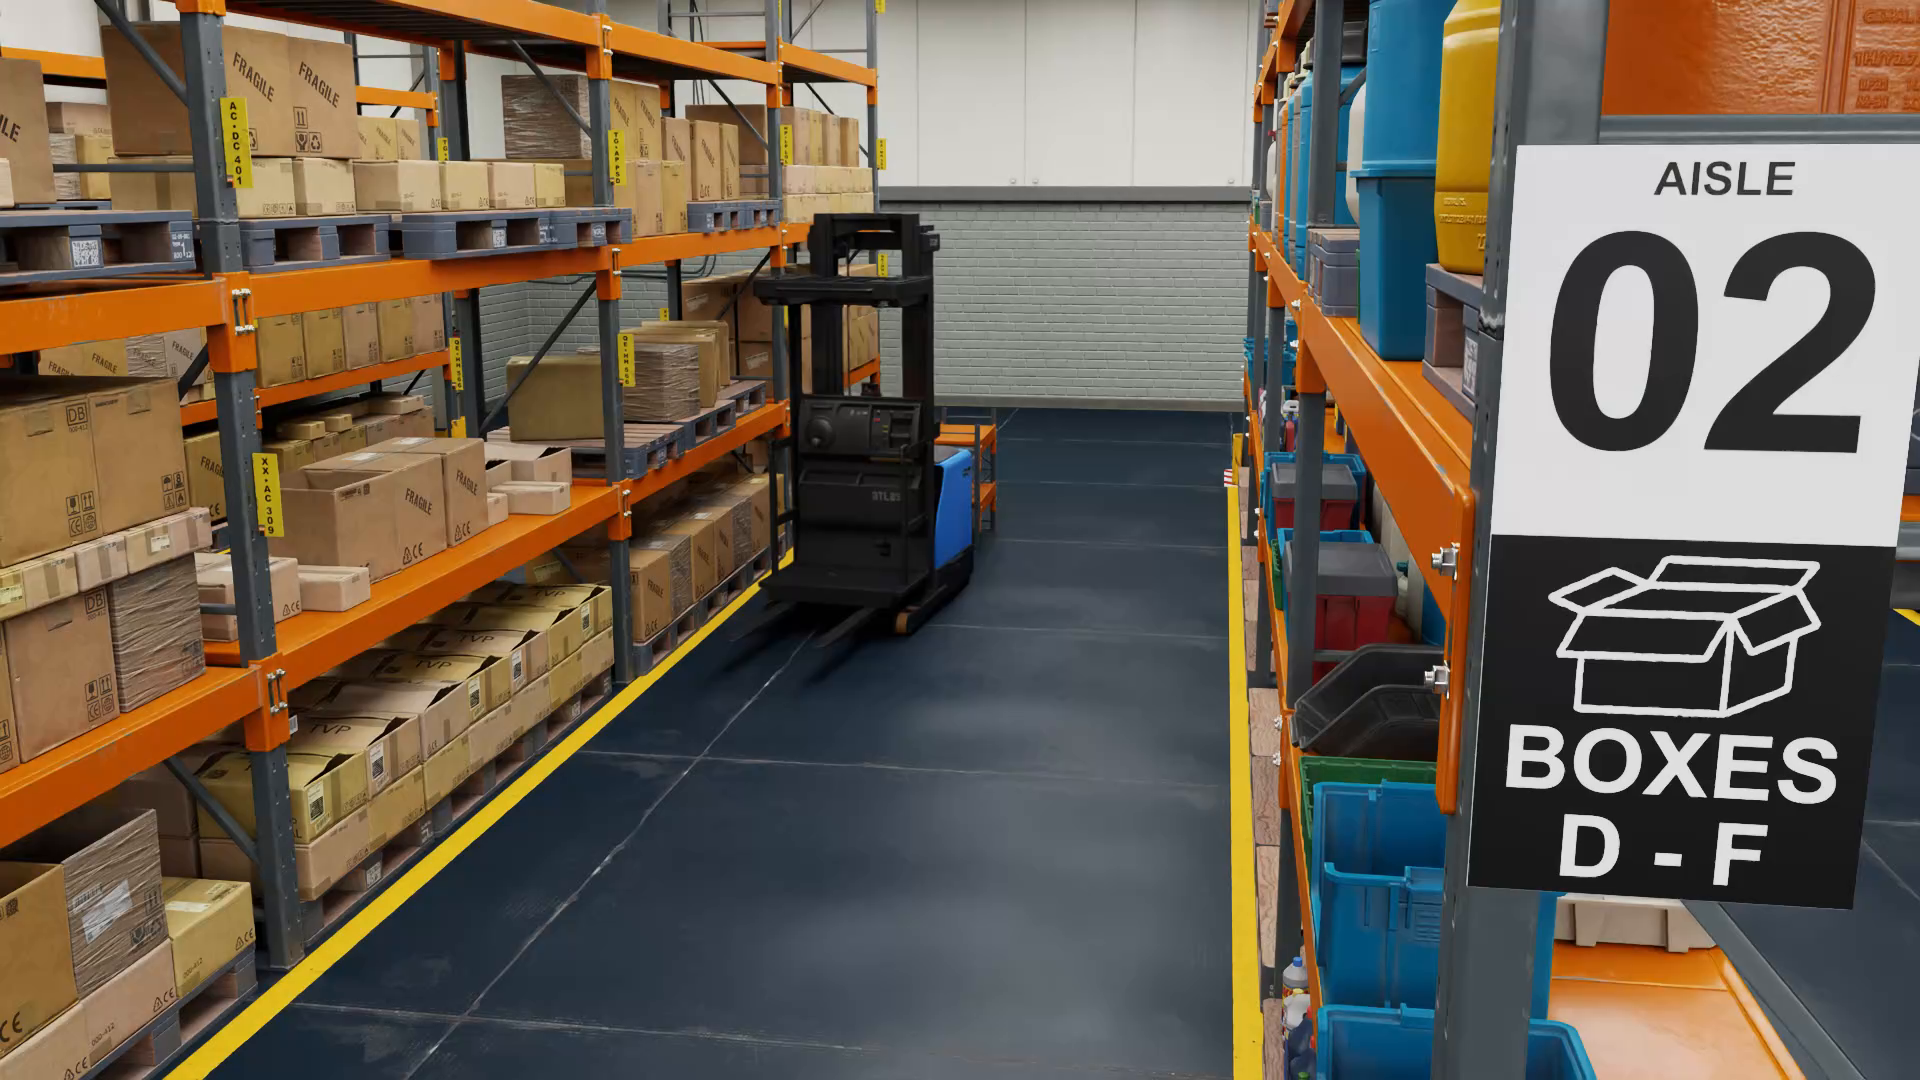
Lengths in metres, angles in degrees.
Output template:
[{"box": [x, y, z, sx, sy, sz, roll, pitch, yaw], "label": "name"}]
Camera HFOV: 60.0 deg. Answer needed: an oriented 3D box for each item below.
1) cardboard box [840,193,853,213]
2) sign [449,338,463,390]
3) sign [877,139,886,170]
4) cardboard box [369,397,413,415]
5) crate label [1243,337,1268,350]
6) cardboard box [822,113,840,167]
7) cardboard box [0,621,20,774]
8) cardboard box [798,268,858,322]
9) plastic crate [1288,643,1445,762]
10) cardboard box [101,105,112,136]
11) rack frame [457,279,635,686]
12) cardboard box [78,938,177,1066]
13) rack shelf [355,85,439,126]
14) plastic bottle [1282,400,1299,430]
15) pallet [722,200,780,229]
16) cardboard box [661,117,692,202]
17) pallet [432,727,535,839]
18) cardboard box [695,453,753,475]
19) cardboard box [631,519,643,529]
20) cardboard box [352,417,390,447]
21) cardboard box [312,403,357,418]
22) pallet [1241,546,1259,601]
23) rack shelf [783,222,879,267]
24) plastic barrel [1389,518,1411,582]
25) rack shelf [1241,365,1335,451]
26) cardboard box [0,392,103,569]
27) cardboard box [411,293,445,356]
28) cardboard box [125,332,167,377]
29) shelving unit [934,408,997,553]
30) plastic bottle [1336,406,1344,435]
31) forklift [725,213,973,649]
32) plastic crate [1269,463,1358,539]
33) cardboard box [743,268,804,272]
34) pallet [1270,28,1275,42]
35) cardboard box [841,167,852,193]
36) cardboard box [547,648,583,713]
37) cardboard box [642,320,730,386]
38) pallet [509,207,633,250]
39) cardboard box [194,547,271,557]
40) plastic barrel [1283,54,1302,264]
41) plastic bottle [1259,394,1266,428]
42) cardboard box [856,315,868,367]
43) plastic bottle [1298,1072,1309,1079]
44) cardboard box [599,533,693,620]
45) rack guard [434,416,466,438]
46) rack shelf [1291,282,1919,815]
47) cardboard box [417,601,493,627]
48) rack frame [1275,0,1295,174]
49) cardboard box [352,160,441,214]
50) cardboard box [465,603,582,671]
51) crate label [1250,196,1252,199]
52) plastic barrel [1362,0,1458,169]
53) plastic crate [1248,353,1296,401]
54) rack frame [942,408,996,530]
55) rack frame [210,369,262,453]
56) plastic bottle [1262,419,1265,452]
[{"box": [-1.350, -3.296, 16.405, 0.500, 0.250, 0.500, 2, 12, 9], "label": "cardboard box"}, {"box": [-3.148, -1.105, 10.438, 0.100, 0.325, 0.005, 2, 12, 9], "label": "sign"}, {"box": [-0.835, -4.104, 17.695, 0.100, 0.325, 0.005, 2, 12, 9], "label": "sign"}, {"box": [-6.163, -1.452, 18.009, 0.380, 0.149, 0.250, 2, 12, 10], "label": "cardboard box"}, {"box": [3.150, -1.972, 17.281, 0.416, 0.233, 0.303, 2, 12, 9], "label": "crate label"}, {"box": [-1.575, -3.915, 16.307, 0.700, 0.500, 0.500, 2, 12, 9], "label": "cardboard box"}, {"box": [-3.443, 0.529, 5.181, 0.700, 0.500, 0.500, 2, 12, 9], "label": "cardboard box"}, {"box": [-1.329, -2.450, 16.630, 0.500, 0.500, 0.500, 2, 12, 10], "label": "cardboard box"}, {"box": [1.462, 0.567, 5.387, 0.767, 0.338, 0.504, 2, 12, 9], "label": "plastic crate"}, {"box": [-7.156, -3.472, 13.802, 0.500, 0.250, 0.500, 3, 12, 13], "label": "cardboard box"}, {"box": [-2.611, -0.562, 10.480, 1.000, 3.000, 0.127, 2, 12, 9], "label": "rack frame"}, {"box": [-3.168, 1.617, 5.899, 0.500, 0.250, 0.500, 2, 12, 9], "label": "cardboard box"}, {"box": [-6.583, -4.356, 16.502, 1.077, 0.370, 4.000, 2, 12, 9], "label": "rack shelf"}, {"box": [2.459, -0.891, 12.301, 0.152, 0.276, 0.135, 2, 12, 9], "label": "plastic bottle"}, {"box": [-2.165, -2.635, 13.428, 1.213, 0.211, 1.003, 2, 12, 9], "label": "pallet"}, {"box": [-2.348, -2.783, 12.198, 0.600, 0.600, 0.600, 1, 12, 6], "label": "cardboard box"}, {"box": [-2.966, 1.225, 8.809, 1.003, 0.211, 1.213, 2, 12, 9], "label": "pallet"}, {"box": [-2.188, -0.515, 15.153, 0.500, 0.500, 0.500, 2, 12, 9], "label": "cardboard box"}, {"box": [-2.619, 0.135, 12.135, 0.500, 0.500, 0.500, 1, 12, 7], "label": "cardboard box"}, {"box": [-6.438, -1.012, 17.507, 0.700, 0.500, 0.500, 1, 12, 7], "label": "cardboard box"}, {"box": [-6.617, -1.360, 17.582, 0.380, 0.149, 0.250, 2, 12, 9], "label": "cardboard box"}, {"box": [2.739, 0.289, 13.150, 1.003, 0.211, 1.213, 2, 12, 9], "label": "pallet"}, {"box": [-1.688, -2.925, 16.035, 1.077, 0.370, 4.000, 2, 12, 9], "label": "rack shelf"}, {"box": [2.145, 0.021, 7.453, 0.433, 0.535, 0.433, 0, 12, 0], "label": "plastic barrel"}, {"box": [3.206, -1.298, 15.603, 1.077, 0.370, 4.000, 2, 12, 9], "label": "rack shelf"}, {"box": [-3.364, -0.214, 5.551, 0.700, 0.500, 0.500, 2, 12, 9], "label": "cardboard box"}, {"box": [-6.344, -2.427, 18.422, 0.980, 0.700, 0.700, 2, 12, 11], "label": "cardboard box"}, {"box": [-6.867, -1.443, 13.578, 0.500, 0.500, 0.500, 2, 12, 9], "label": "cardboard box"}, {"box": [0.001, -0.551, 14.881, 0.538, 1.125, 1.048, 2, 12, 9], "label": "shelving unit"}, {"box": [2.910, -0.973, 12.506, 0.144, 0.351, 0.185, 2, 12, 9], "label": "plastic bottle"}, {"box": [-0.794, -0.846, 11.961, 1.130, 2.935, 3.031, 4, 13, 16], "label": "forklift"}, {"box": [1.732, -0.105, 8.210, 0.402, 0.464, 0.583, 2, 12, 9], "label": "plastic crate"}, {"box": [-1.864, -2.468, 16.713, 0.500, 0.500, 0.500, 2, 12, 9], "label": "cardboard box"}, {"box": [2.802, -3.705, 12.221, 1.003, 0.211, 1.213, 2, 12, 9], "label": "pallet"}, {"box": [-1.364, -3.541, 16.354, 0.500, 0.250, 0.500, 2, 12, 9], "label": "cardboard box"}, {"box": [-2.526, 0.802, 9.682, 0.500, 0.250, 0.500, 2, 12, 8], "label": "cardboard box"}, {"box": [-2.289, -1.557, 13.865, 0.700, 0.500, 0.500, -2, 12, -10], "label": "cardboard box"}, {"box": [-2.627, -1.792, 9.514, 1.213, 0.211, 1.003, 2, 12, 11], "label": "pallet"}, {"box": [-3.272, 0.148, 7.507, 0.396, 0.266, 0.258, 2, 12, 7], "label": "cardboard box"}, {"box": [1.733, -1.664, 7.286, 0.600, 0.901, 0.708, 2, 12, 9], "label": "plastic barrel"}, {"box": [2.350, -0.987, 12.757, 0.097, 0.271, 0.097, 0, 12, 0], "label": "plastic bottle"}, {"box": [-1.256, -2.066, 17.221, 0.500, 0.500, 0.500, 2, 12, 9], "label": "cardboard box"}, {"box": [1.038, 1.772, 5.054, 0.061, 0.283, 0.133, 2, 12, 11], "label": "plastic bottle"}, {"box": [-2.183, 0.251, 11.600, 0.500, 0.500, 0.500, 1, 12, 7], "label": "cardboard box"}, {"box": [-6.272, -1.170, 19.235, 1.175, 0.500, 0.348, 2, 12, 9], "label": "rack guard"}, {"box": [1.361, -0.266, 3.695, 1.077, 0.370, 4.000, 2, 12, 9], "label": "rack shelf"}, {"box": [-3.054, 0.512, 9.695, 0.500, 0.311, 0.500, 2, 12, 7], "label": "cardboard box"}, {"box": [2.283, -3.333, 9.099, 1.000, 3.000, 0.127, 2, 12, 9], "label": "rack frame"}, {"box": [-2.871, -1.723, 8.109, 0.500, 0.250, 0.500, 1, 12, 4], "label": "cardboard box"}, {"box": [-2.521, 0.528, 9.620, 0.500, 0.311, 0.500, 2, 12, 8], "label": "cardboard box"}, {"box": [3.053, -3.278, 16.316, 0.408, 0.251, 0.502, 2, 12, 9], "label": "crate label"}, {"box": [1.409, -1.281, 4.509, 0.600, 0.901, 0.708, 2, 12, 9], "label": "plastic barrel"}, {"box": [2.633, -1.363, 14.093, 0.392, 0.384, 0.575, 2, 12, 9], "label": "plastic crate"}, {"box": [0.079, -0.657, 15.372, 0.500, 1.125, 0.032, 2, 12, 9], "label": "rack frame"}, {"box": [-6.891, -1.554, 15.084, 1.000, 3.000, 0.127, 2, 12, 9], "label": "rack frame"}, {"box": [2.149, -0.746, 11.610, 0.061, 0.283, 0.133, 2, 12, 9], "label": "plastic bottle"}]
